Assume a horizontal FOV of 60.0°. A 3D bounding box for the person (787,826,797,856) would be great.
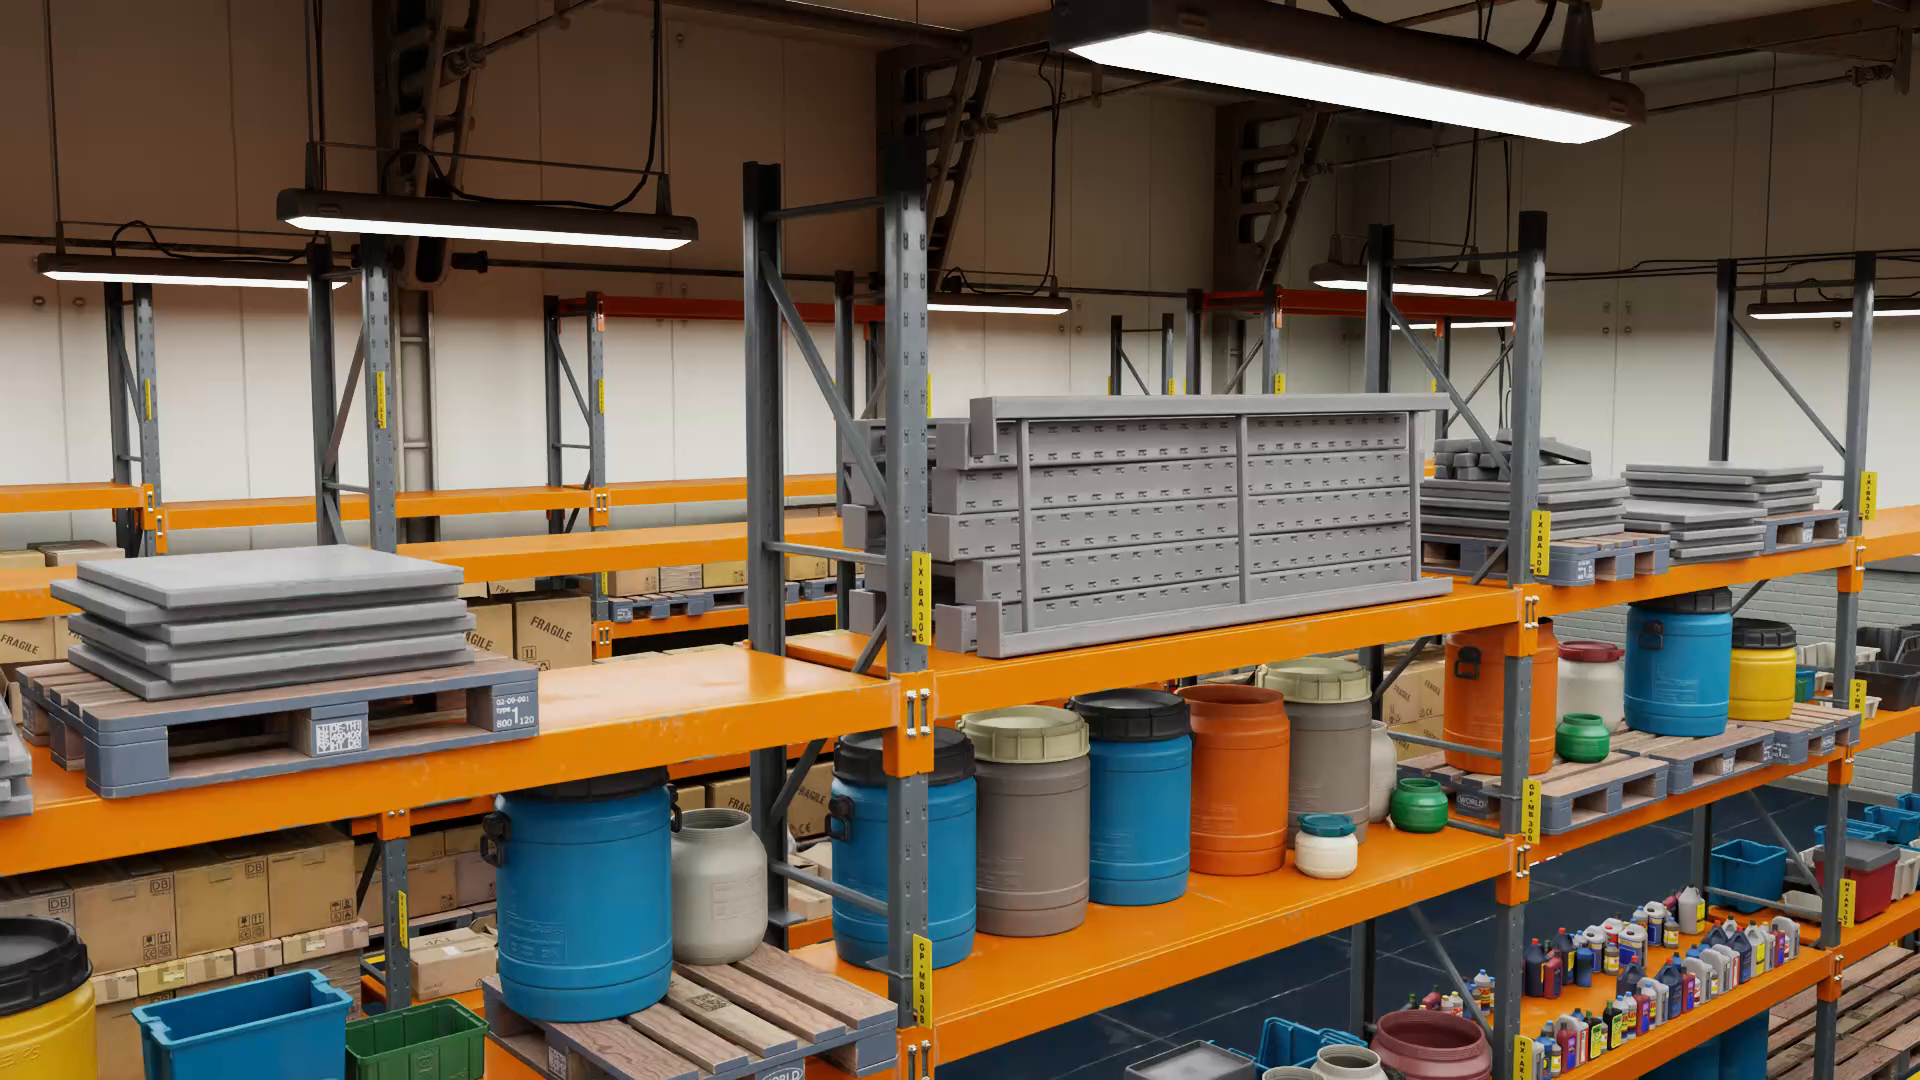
[{"bbox_3d":[-1.646,2.932,14.311,0.496,1.587,0.555,-4,7,-33],"label":"person"}]
